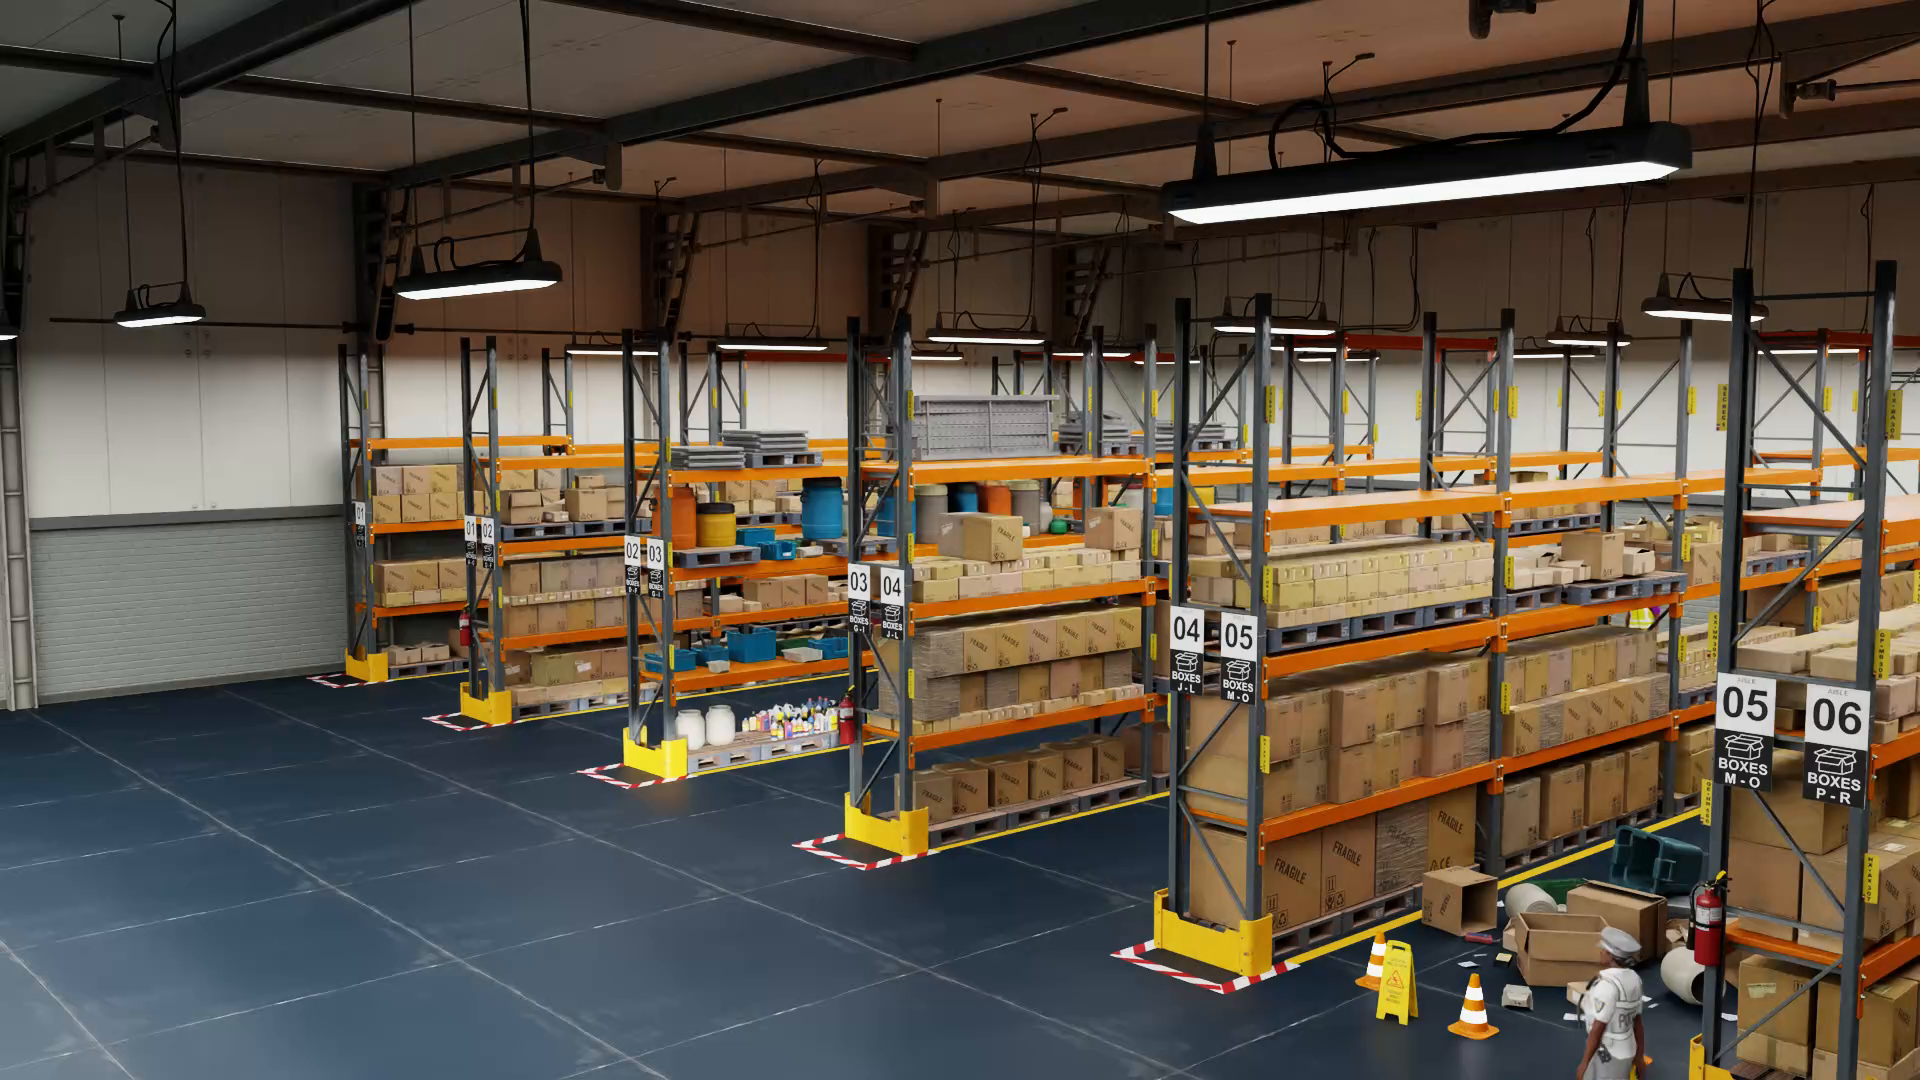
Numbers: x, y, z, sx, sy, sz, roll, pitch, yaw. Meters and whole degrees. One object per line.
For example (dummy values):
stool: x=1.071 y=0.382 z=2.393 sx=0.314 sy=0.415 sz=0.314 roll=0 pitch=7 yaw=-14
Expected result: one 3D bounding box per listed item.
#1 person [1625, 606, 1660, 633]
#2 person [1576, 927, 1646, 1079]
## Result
person: x=12.204 y=1.610 z=29.784 sx=0.644 sy=1.772 sz=0.439 roll=3 pitch=6 yaw=34
person: x=4.285 y=3.364 z=10.880 sx=0.928 sy=1.654 sz=0.438 roll=3 pitch=6 yaw=29
